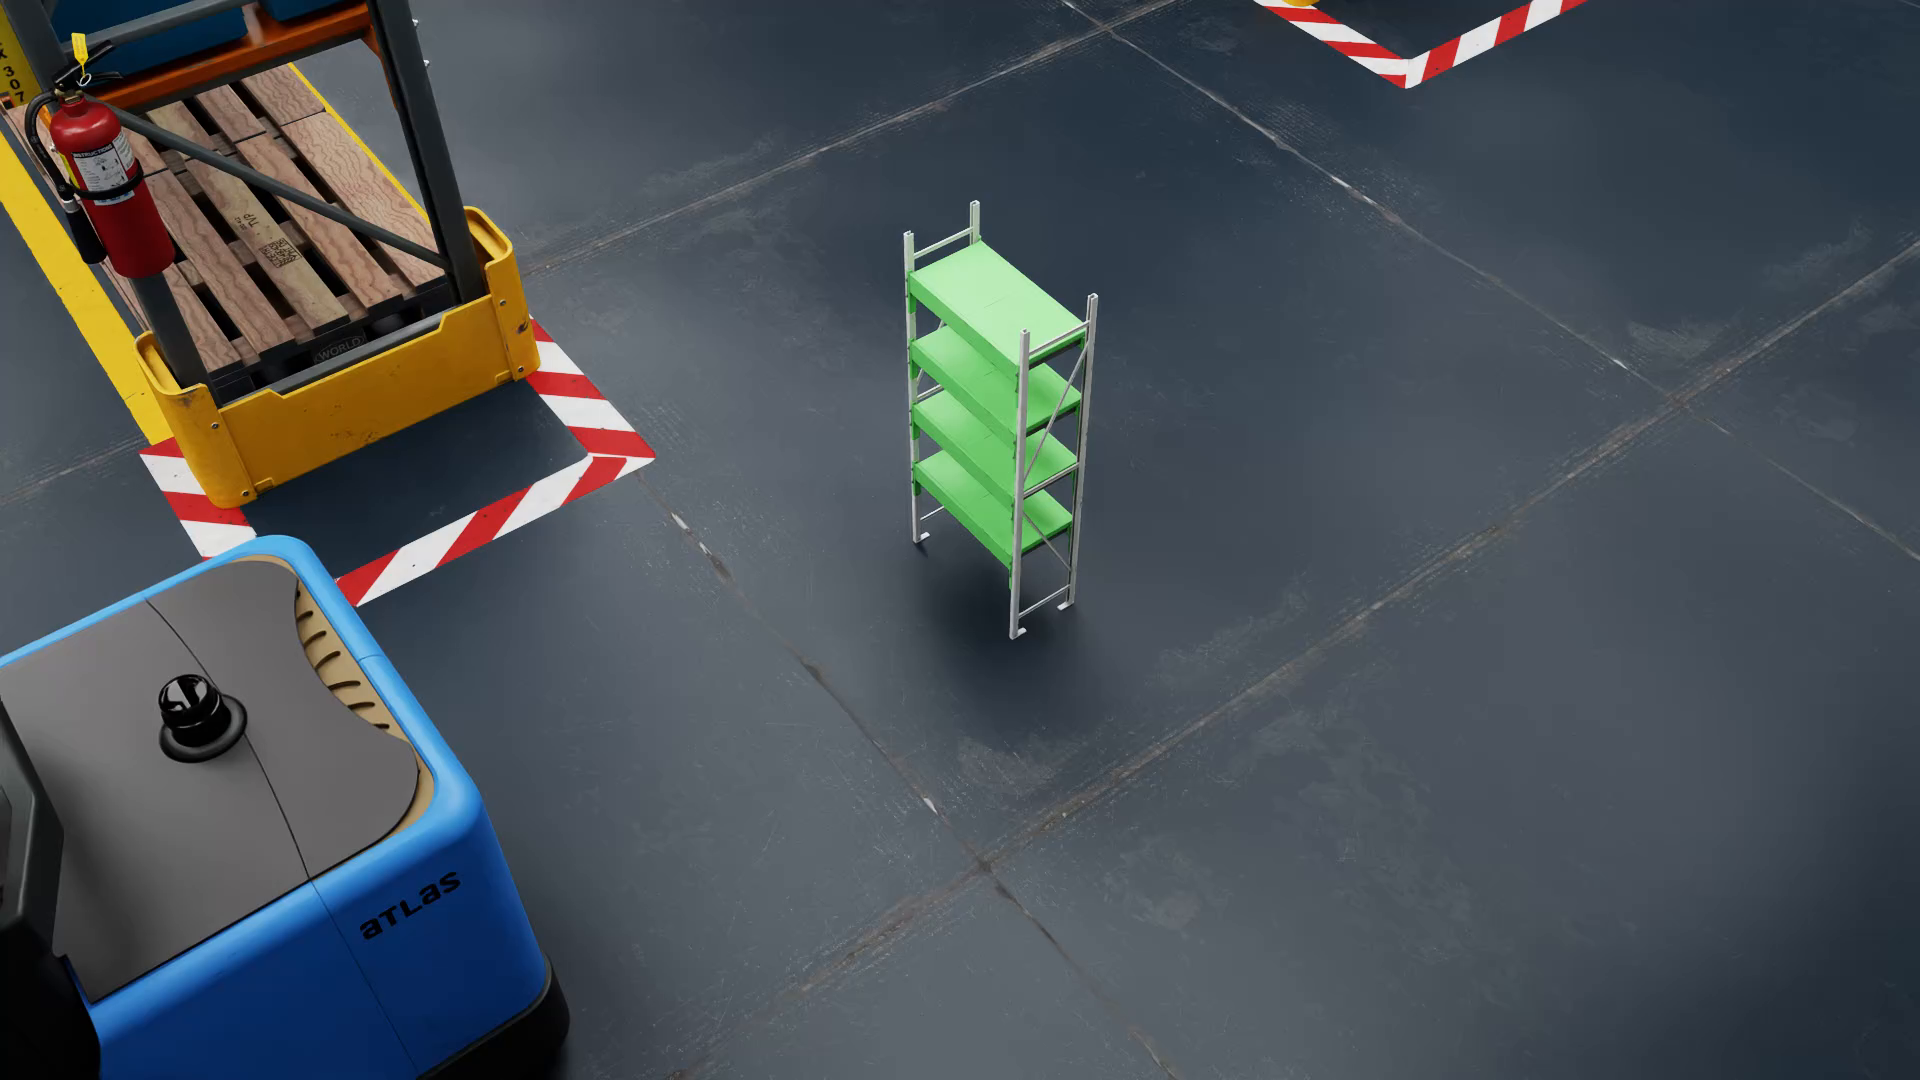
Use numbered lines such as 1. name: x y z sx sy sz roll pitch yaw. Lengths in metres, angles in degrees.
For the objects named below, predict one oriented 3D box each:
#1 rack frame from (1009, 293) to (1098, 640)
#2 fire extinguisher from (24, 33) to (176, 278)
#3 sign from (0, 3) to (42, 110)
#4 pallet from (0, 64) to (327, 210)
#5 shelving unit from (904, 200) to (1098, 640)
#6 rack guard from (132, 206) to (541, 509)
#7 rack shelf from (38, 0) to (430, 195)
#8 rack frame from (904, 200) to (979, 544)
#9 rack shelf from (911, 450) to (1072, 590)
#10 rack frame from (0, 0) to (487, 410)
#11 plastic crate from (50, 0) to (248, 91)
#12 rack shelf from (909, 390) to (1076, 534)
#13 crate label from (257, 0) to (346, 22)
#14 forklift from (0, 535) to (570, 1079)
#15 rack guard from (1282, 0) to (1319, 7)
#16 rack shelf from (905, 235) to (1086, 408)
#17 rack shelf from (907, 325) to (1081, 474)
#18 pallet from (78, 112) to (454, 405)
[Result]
1. rack frame: 0.248 -0.162 4.587 0.240 1.200 0.015 -29 54 -24
2. fire extinguisher: -2.302 -1.015 4.449 0.296 0.674 0.183 -29 54 -24
3. sign: -2.460 -1.257 4.255 0.100 0.325 0.005 -29 54 -24
4. pallet: -3.235 -1.745 6.689 1.003 0.211 1.213 -29 54 -24
5. shelving unit: 0.100 -0.305 4.717 0.258 1.200 0.503 -29 54 -24
6. rack guard: -2.007 -0.611 5.466 1.175 0.500 0.348 -29 54 -24
7. rack shelf: -3.243 -2.396 5.883 1.077 0.370 4.000 -29 54 -24
8. rack frame: -0.048 -0.449 4.847 0.240 1.200 0.015 -29 54 -24
9. rack shelf: 0.100 -0.101 4.942 0.258 0.148 0.480 -29 54 -24
10. rack frame: -2.032 -1.459 4.548 1.000 3.000 0.127 -29 54 -24
11. plastic crate: -2.383 -1.604 4.615 0.616 0.435 0.499 -29 54 -24
12. rack shelf: 0.100 -0.262 4.764 0.258 0.148 0.480 -29 54 -24
13. crate label: -1.919 -1.716 4.853 0.416 0.233 0.303 -29 54 -24
14. forklift: -2.431 0.652 2.681 3.031 2.935 1.130 -30 54 -24
15. rack guard: 1.867 -2.884 7.527 1.175 0.500 0.348 -29 54 -24
16. rack shelf: 0.100 -0.585 4.409 0.258 0.148 0.480 -29 54 -24
17. rack shelf: 0.100 -0.424 4.587 0.258 0.148 0.480 -29 54 -24
18. pallet: -2.500 -1.026 6.037 1.003 0.211 1.213 -29 54 -24
